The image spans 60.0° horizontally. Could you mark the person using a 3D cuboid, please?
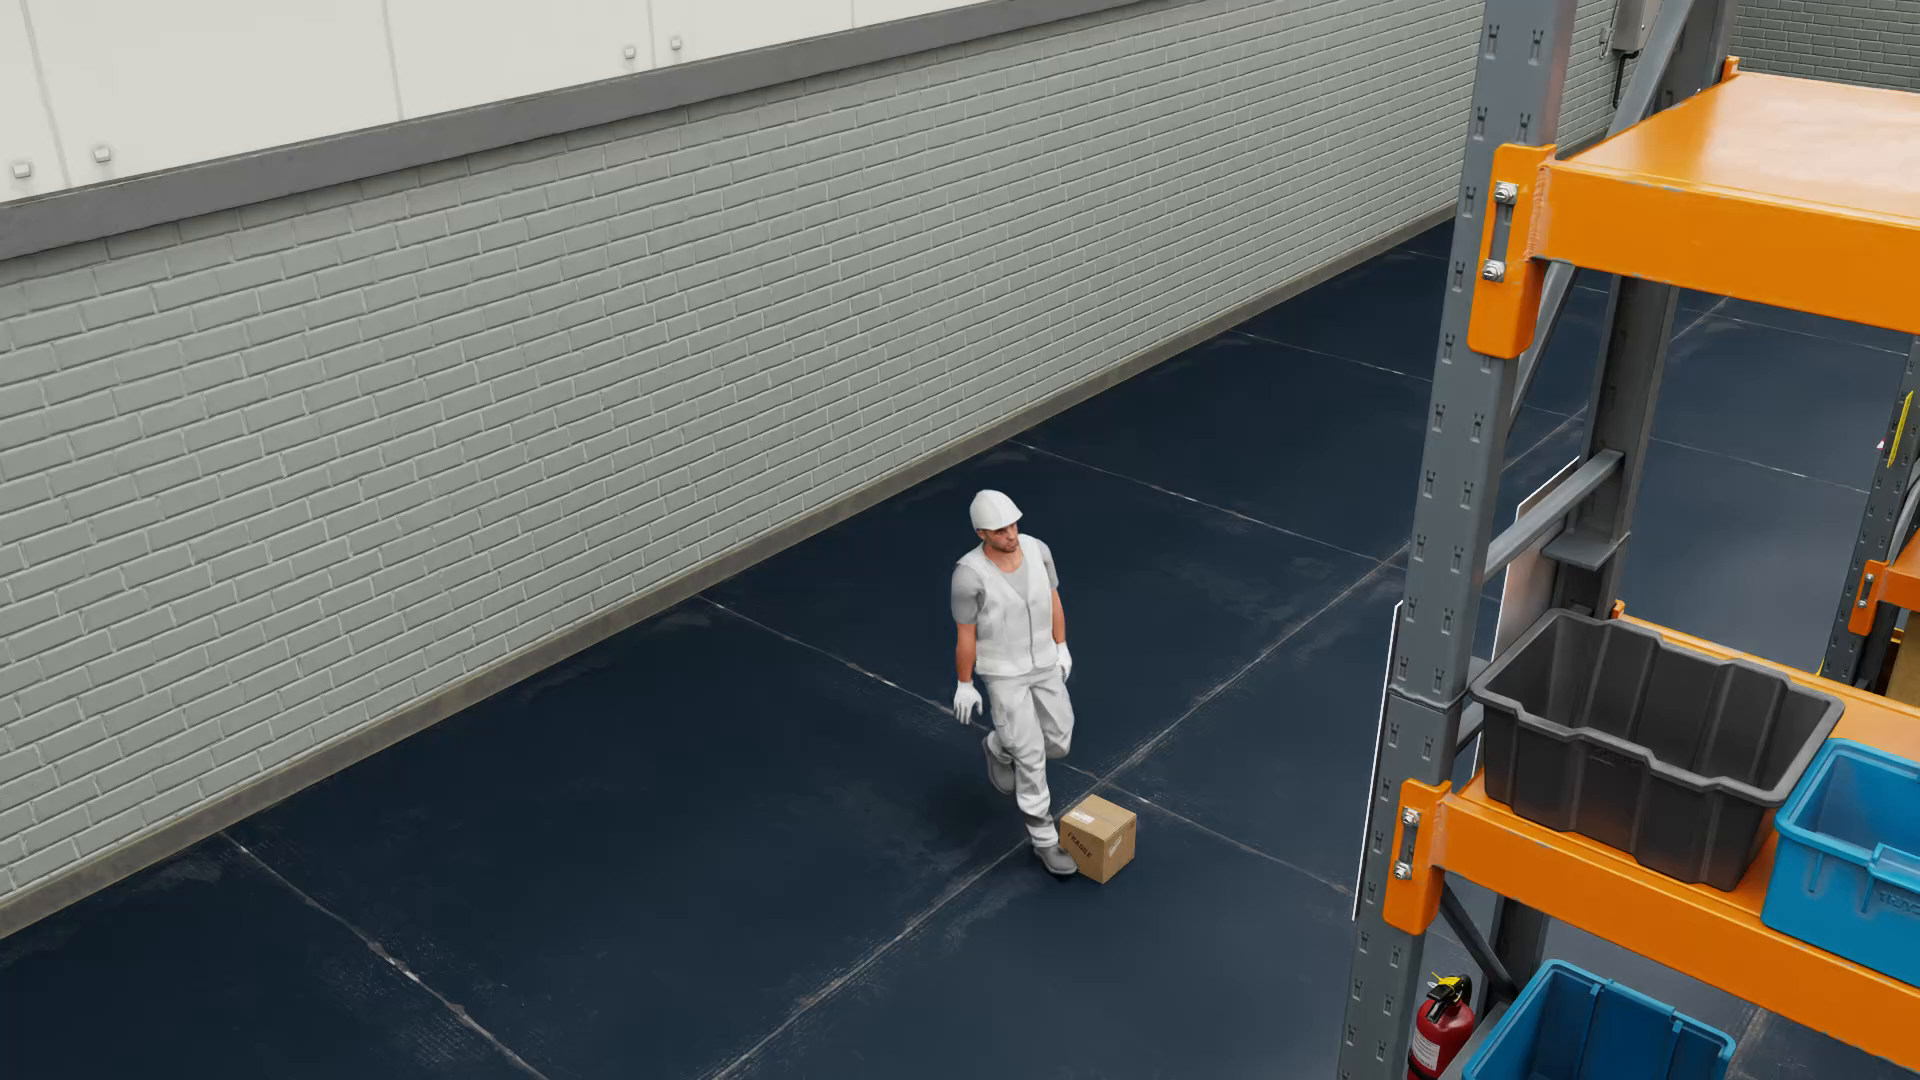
[{"bbox_3d":[0.325,0.620,7.452,0.626,1.722,0.809,-17,32,-30],"label":"person"}]
